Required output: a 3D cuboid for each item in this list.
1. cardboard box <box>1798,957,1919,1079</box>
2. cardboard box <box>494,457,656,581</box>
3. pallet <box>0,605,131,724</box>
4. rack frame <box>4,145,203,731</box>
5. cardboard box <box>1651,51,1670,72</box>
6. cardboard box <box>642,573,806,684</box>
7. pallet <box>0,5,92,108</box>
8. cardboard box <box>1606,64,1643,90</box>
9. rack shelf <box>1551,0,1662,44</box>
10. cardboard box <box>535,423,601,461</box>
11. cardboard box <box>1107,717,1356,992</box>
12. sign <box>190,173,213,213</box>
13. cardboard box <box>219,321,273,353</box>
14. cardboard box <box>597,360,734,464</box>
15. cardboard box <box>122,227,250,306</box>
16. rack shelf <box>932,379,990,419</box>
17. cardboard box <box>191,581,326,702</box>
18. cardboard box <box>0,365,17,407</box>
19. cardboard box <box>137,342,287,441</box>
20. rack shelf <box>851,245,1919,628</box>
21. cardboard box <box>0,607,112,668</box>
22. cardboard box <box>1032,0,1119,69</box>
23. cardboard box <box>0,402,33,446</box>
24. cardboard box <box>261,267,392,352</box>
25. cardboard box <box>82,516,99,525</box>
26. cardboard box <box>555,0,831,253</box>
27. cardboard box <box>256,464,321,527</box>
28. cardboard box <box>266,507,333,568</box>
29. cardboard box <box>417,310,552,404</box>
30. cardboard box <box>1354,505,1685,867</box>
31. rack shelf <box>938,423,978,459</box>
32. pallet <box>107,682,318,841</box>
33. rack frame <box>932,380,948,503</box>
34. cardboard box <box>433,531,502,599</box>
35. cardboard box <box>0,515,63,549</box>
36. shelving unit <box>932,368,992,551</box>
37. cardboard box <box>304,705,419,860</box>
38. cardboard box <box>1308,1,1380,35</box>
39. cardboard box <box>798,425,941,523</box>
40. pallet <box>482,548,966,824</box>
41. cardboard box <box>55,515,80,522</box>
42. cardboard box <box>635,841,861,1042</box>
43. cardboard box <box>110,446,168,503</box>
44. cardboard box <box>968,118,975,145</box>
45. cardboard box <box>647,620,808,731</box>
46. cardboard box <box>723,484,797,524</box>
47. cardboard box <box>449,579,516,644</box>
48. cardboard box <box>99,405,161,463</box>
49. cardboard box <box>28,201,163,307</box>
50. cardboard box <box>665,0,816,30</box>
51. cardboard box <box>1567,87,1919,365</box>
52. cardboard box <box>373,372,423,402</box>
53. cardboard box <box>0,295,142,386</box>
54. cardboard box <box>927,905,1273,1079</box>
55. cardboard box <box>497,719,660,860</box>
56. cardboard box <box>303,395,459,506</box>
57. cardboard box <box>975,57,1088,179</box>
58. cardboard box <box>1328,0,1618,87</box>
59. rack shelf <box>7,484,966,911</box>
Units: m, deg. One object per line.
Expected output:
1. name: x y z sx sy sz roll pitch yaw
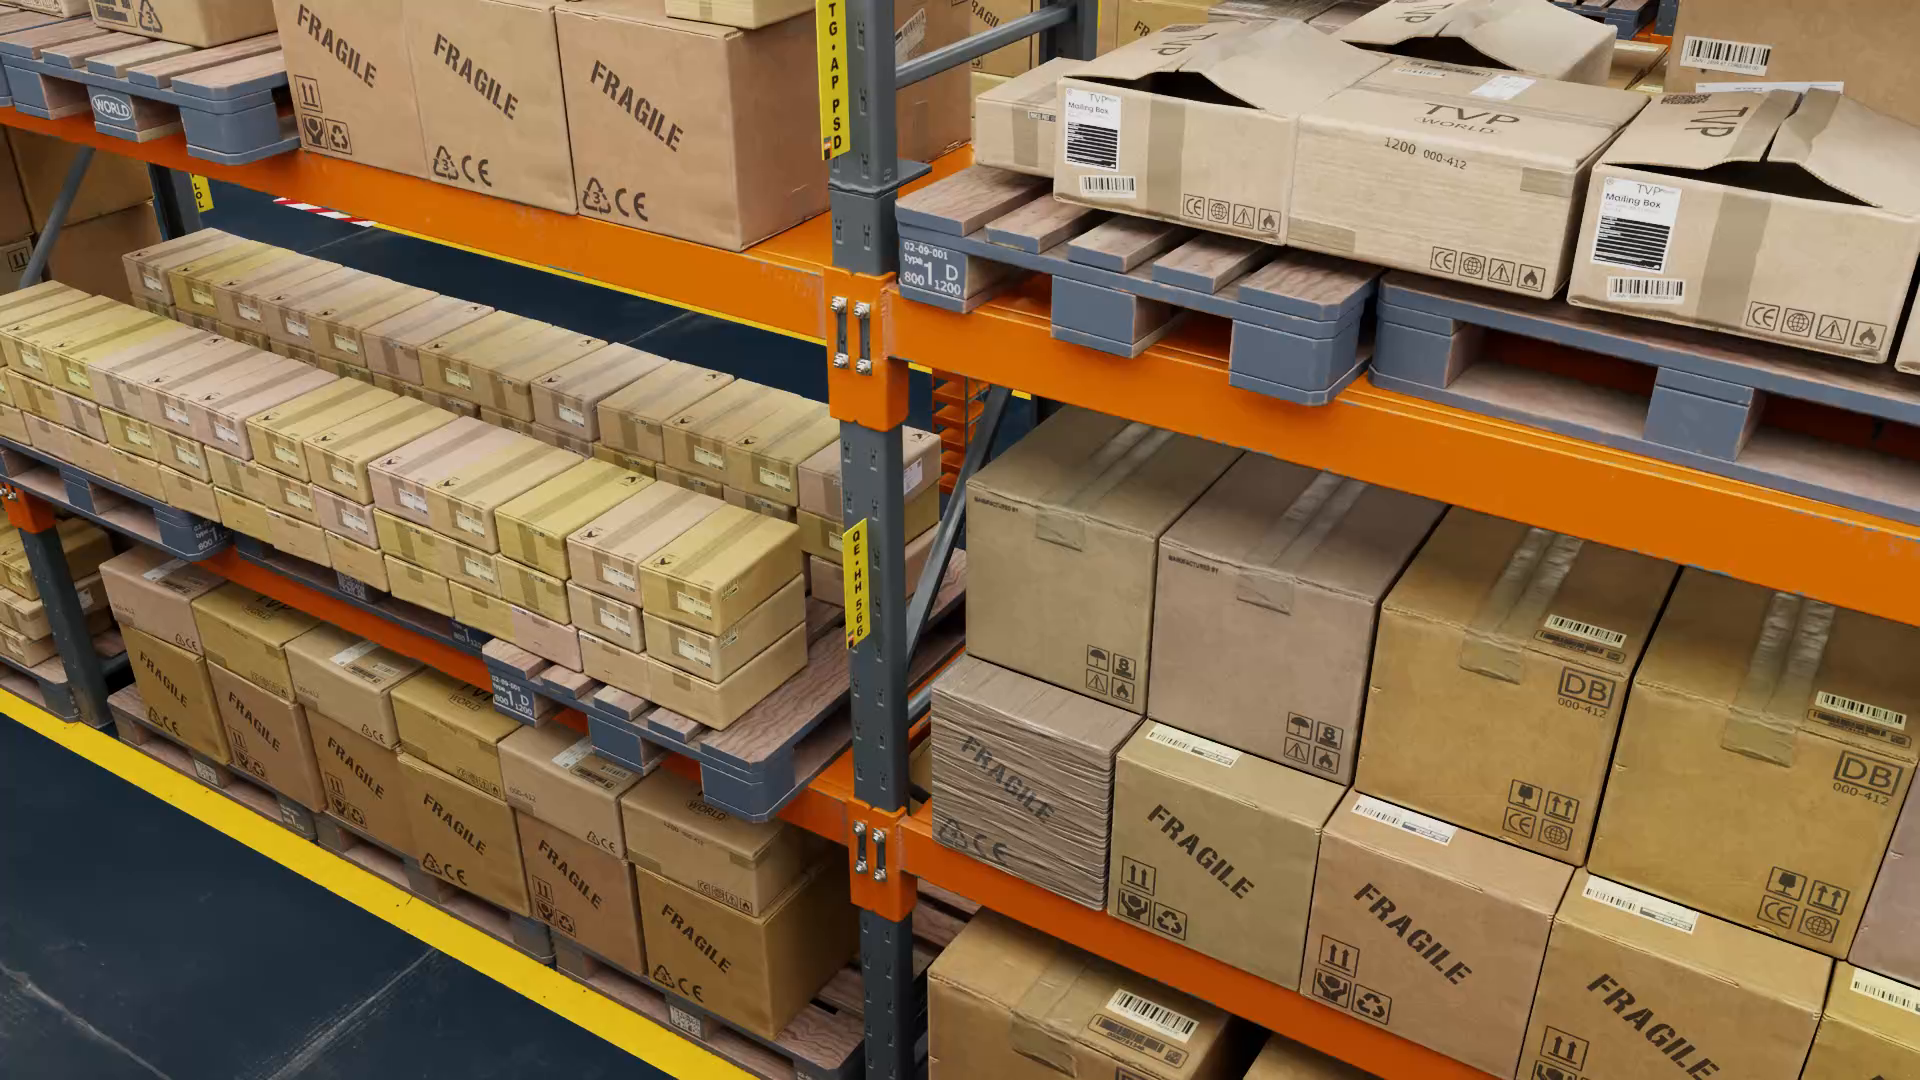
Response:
1. cardboard box: 1.980 1.071 3.338 0.500 0.500 0.500 18 35 28
2. cardboard box: -1.060 -0.064 4.626 0.250 0.149 0.380 19 35 29
3. pallet: -3.943 0.307 7.513 1.213 0.211 1.003 18 35 27
4. rack frame: -3.355 -0.732 6.528 0.127 3.000 1.000 18 35 27
5. cardboard box: 3.555 -2.016 7.918 0.500 0.500 0.500 17 34 27
6. cardboard box: -0.628 0.200 4.468 0.250 0.149 0.380 18 35 28
7. pallet: -2.889 -1.736 5.458 1.003 0.211 1.213 18 35 27
8. cardboard box: 2.837 -1.934 7.777 0.500 0.500 0.500 17 34 26
9. rack shelf: 3.520 -4.145 13.092 4.000 0.370 1.077 18 35 27
10. cardboard box: -1.153 -0.354 5.417 0.250 0.149 0.380 18 35 27
11. cardboard box: 0.702 0.667 4.031 0.500 0.500 0.500 17 34 27
12. sign: -3.063 -1.470 6.644 0.005 0.325 0.100 18 35 27
13. cardboard box: -2.481 -0.773 6.136 0.250 0.149 0.380 19 35 29
14. cardboard box: -0.914 -0.407 5.212 0.250 0.149 0.380 16 34 25
15. cardboard box: -2.912 -1.038 6.294 0.250 0.149 0.380 19 35 30
16. rack shelf: 0.012 -0.683 7.842 0.180 0.103 0.258 18 35 27
17. cardboard box: -2.418 0.295 6.088 0.500 0.250 0.500 19 35 29
18. cardboard box: -3.266 -0.632 5.893 0.250 0.149 0.380 18 35 28
19. cardboard box: -2.384 -0.482 5.342 0.250 0.149 0.380 17 34 27
20. rack shelf: 1.727 -0.110 3.198 4.000 0.370 1.077 18 35 27
21. cardboard box: -3.869 0.358 7.072 0.250 0.149 0.380 18 35 28
22. cardboard box: 0.721 -2.711 8.828 0.500 0.500 0.500 17 34 27
23. cardboard box: -3.266 -0.503 5.968 0.250 0.149 0.380 16 34 25
24. cardboard box: -2.243 -0.826 5.931 0.250 0.149 0.380 17 35 27
25. cardboard box: -3.739 -0.219 7.470 0.250 0.149 0.380 19 35 30
26. cardboard box: -0.586 -1.044 3.987 0.500 0.500 0.500 18 35 27
27. cardboard box: -1.940 -0.214 5.177 0.250 0.149 0.380 17 34 26
28. cardboard box: -1.946 -0.087 5.255 0.250 0.149 0.380 16 34 25
29. cardboard box: -1.579 -0.617 5.573 0.250 0.149 0.380 17 34 27
30. cardboard box: 1.272 0.260 3.736 0.500 0.500 0.700 17 34 27
31. rack shelf: 0.012 -0.476 7.963 0.180 0.103 0.258 18 35 27
32. pallet: -2.695 0.680 6.874 1.213 0.211 1.003 18 35 27
33. rack frame: -0.065 -0.539 7.983 0.006 1.200 0.240 18 35 27
34. cardboard box: -1.291 -0.007 4.823 0.250 0.149 0.380 18 35 27
35. cardboard box: -4.033 0.025 7.052 0.250 0.149 0.380 18 35 28
36. shelving unit: 0.012 -0.514 7.941 0.189 1.200 0.258 18 35 27
37. cardboard box: -1.971 0.753 6.047 0.500 0.500 0.500 18 35 28
38. cardboard box: 2.002 -2.302 8.128 0.500 0.500 0.500 17 34 26
39. cardboard box: -0.259 -0.198 4.855 0.250 0.149 0.380 18 35 27
40. pallet: -0.628 0.277 4.989 1.003 0.211 1.213 18 35 27
41. cardboard box: -3.980 -0.124 7.602 0.250 0.149 0.380 17 34 27
42. cardboard box: -0.664 1.173 5.326 0.500 0.500 0.500 17 34 27
43. cardboard box: -2.606 -0.295 5.612 0.250 0.149 0.380 18 35 28
44. cardboard box: 0.288 -2.294 9.355 0.500 0.250 0.500 17 34 27
45. cardboard box: -0.630 0.331 4.539 0.250 0.149 0.380 18 35 28
46. cardboard box: -0.501 -0.149 5.066 0.250 0.149 0.380 19 35 30
47. cardboard box: -1.266 0.126 4.889 0.250 0.149 0.380 17 34 27
48. cardboard box: -2.606 -0.425 5.539 0.250 0.149 0.380 16 34 25
49. cardboard box: -3.641 -1.144 6.840 0.500 0.500 0.500 17 34 26
50. cardboard box: -0.448 -1.328 3.713 0.258 0.266 0.396 18 35 27
51. cardboard box: 1.388 -0.583 2.868 0.500 0.311 0.500 17 34 26
52. cardboard box: -1.795 -0.560 5.770 0.250 0.149 0.380 18 35 28
53. cardboard box: -3.027 -0.688 5.695 0.250 0.149 0.380 19 35 29
54. cardboard box: 0.501 1.331 4.807 0.750 0.750 1.050 17 34 27
55. cardboard box: -1.120 0.712 5.373 0.500 0.250 0.500 18 35 28
56. cardboard box: -1.720 -0.273 4.984 0.250 0.149 0.380 19 35 30
57. cardboard box: 0.230 -0.915 3.598 0.250 0.149 0.380 16 34 25
58. cardboard box: 1.077 -0.990 3.567 0.500 0.311 0.500 18 35 27
59. rack shelf: -1.661 0.114 5.791 4.000 0.370 1.077 18 35 27
